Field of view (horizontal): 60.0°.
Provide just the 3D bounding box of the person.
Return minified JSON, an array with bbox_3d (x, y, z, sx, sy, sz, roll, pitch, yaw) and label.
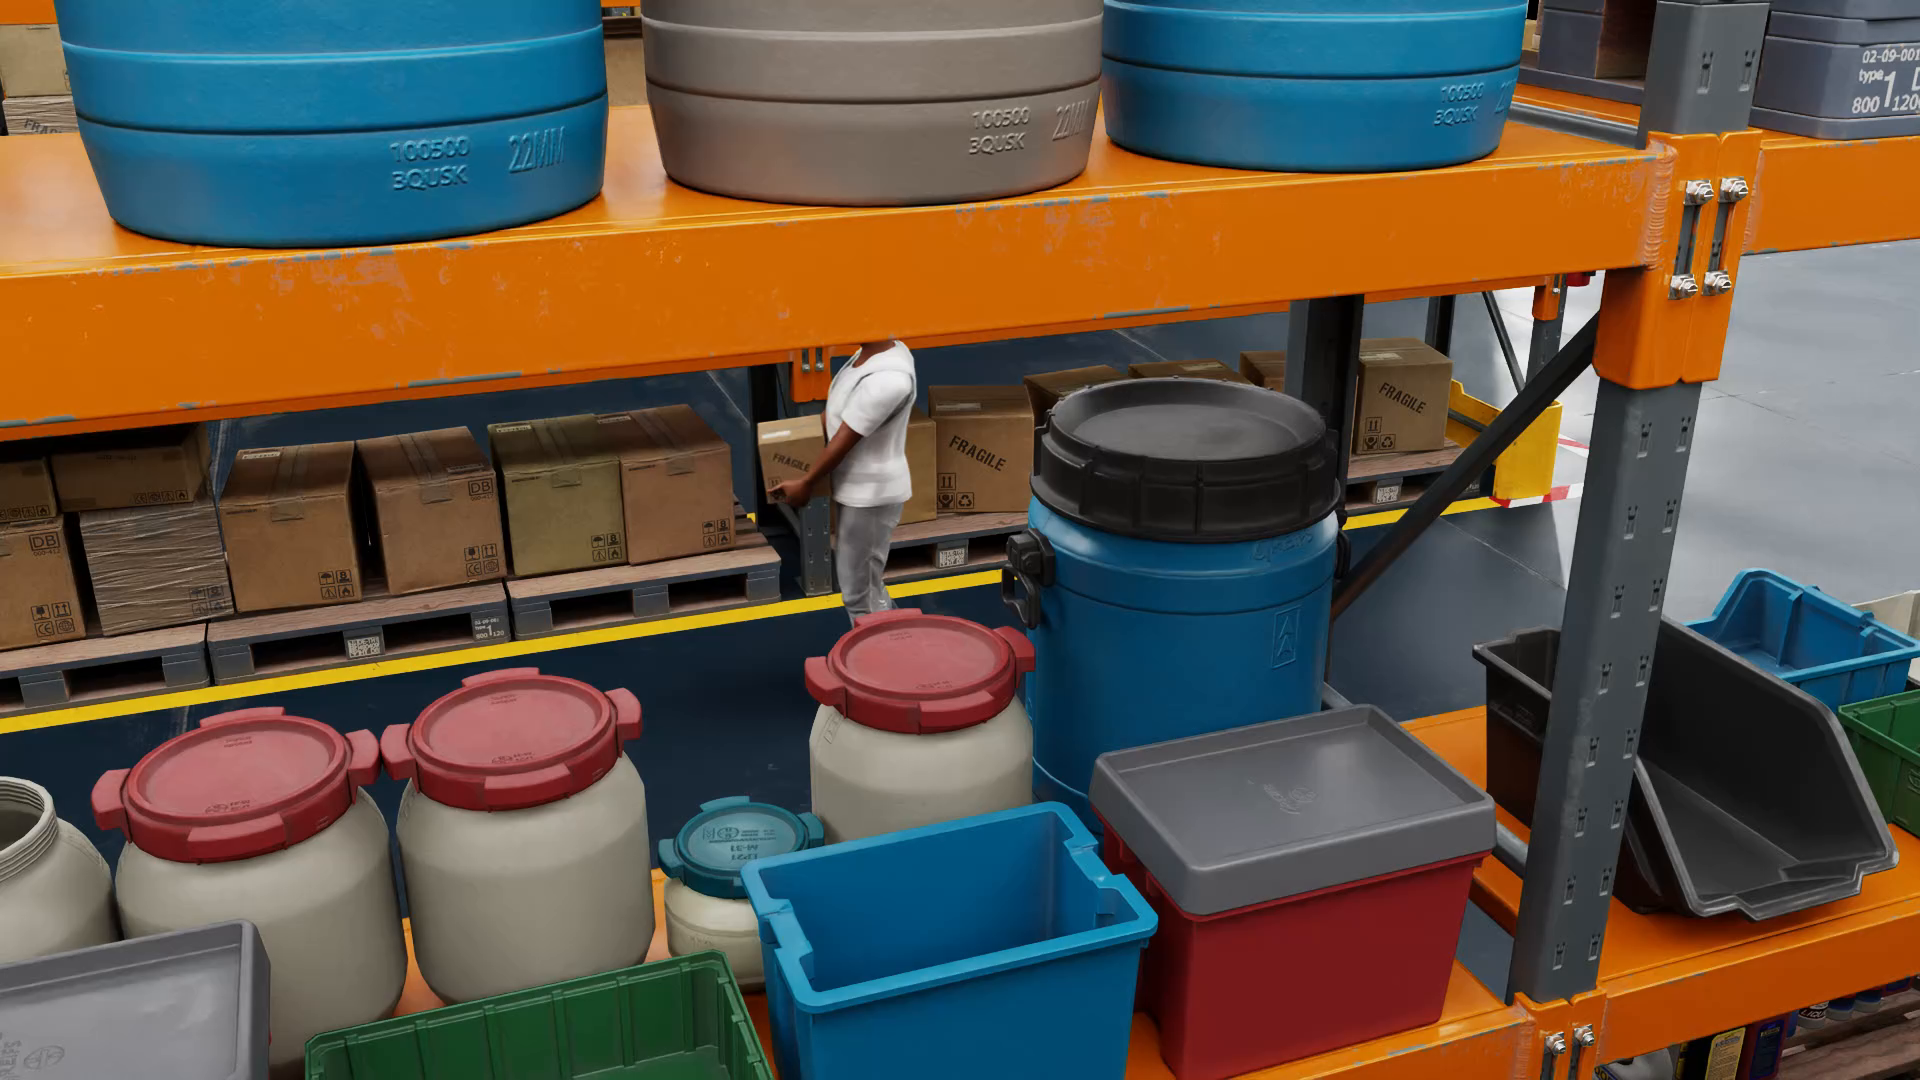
[{"bbox_3d":[-0.459,-0.174,6.492,0.585,1.761,0.502,-3,23,-6],"label":"person"}]
